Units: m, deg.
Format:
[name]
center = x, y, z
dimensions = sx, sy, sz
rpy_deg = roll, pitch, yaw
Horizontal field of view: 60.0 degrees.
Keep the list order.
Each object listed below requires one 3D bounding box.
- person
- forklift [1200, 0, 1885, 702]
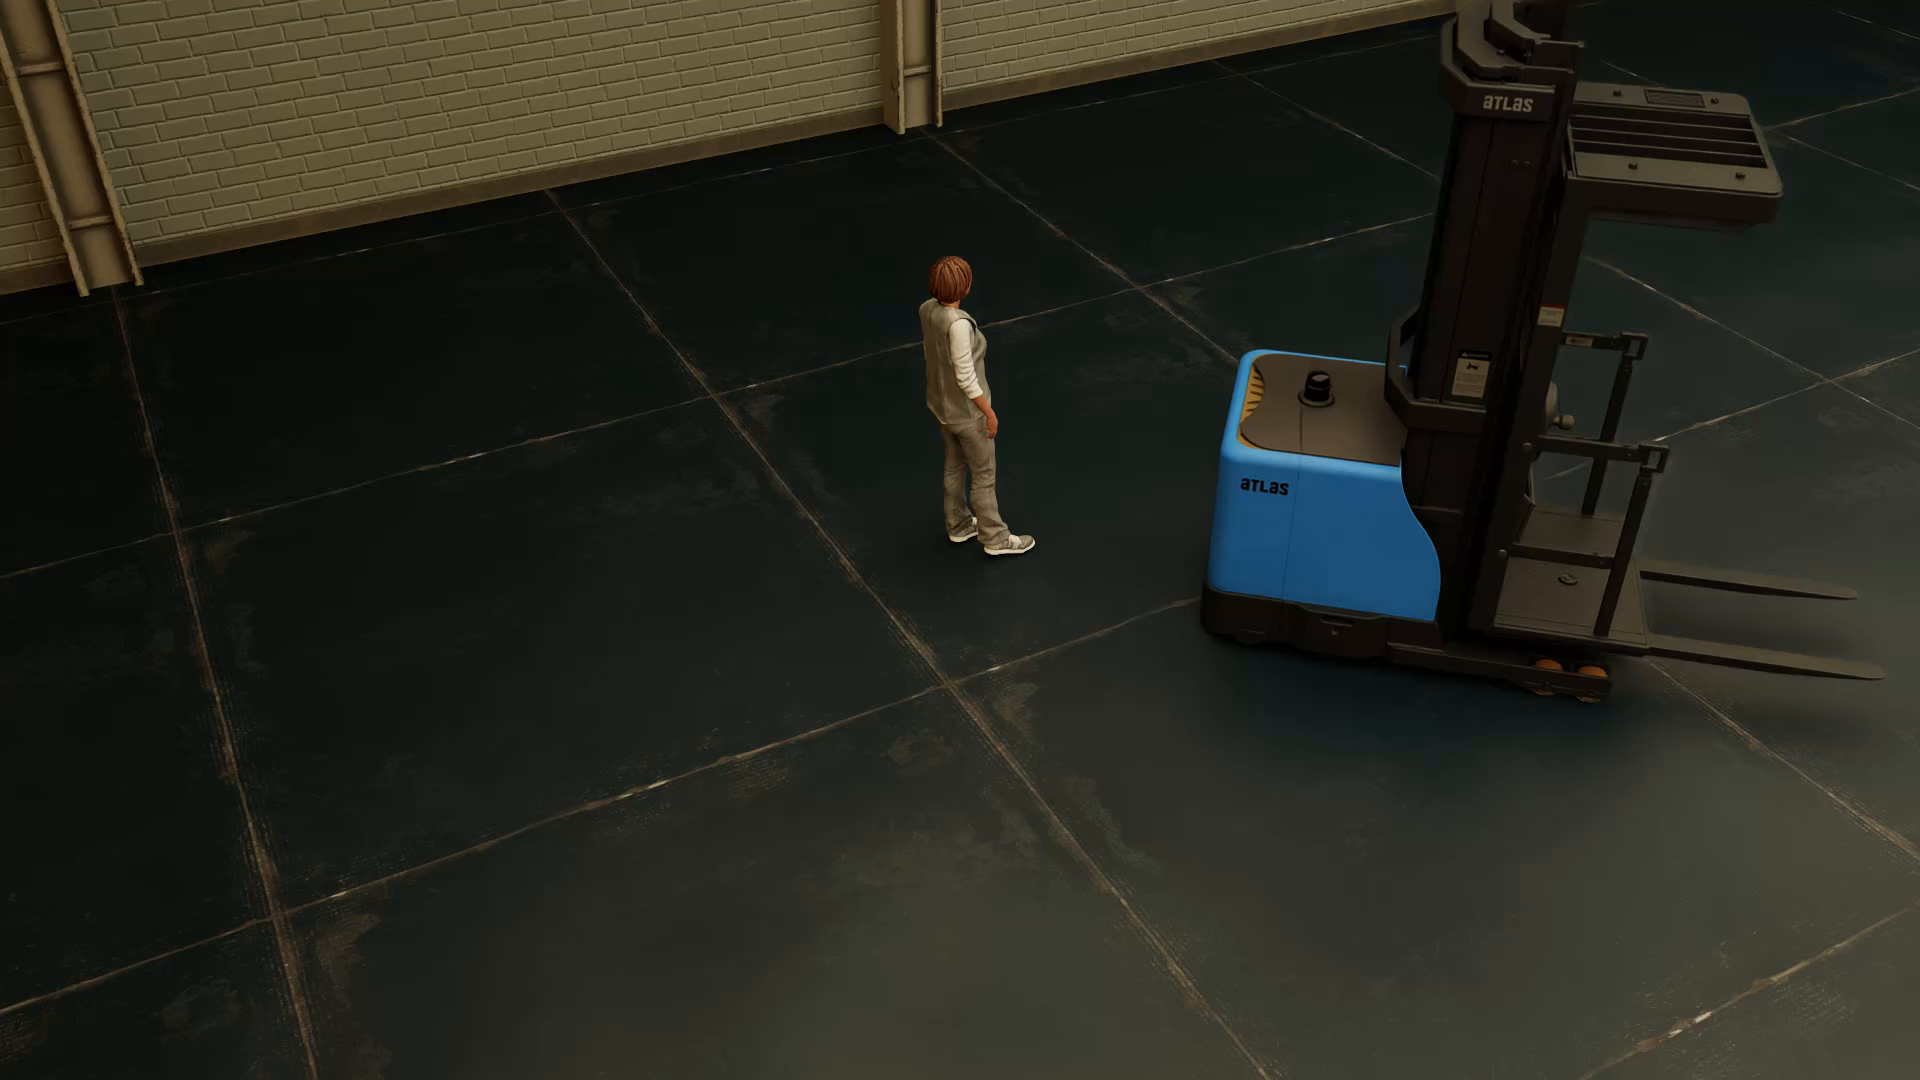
[person]
center = 0.072, -0.671, 8.215
dimensions = 0.474, 1.598, 0.519
rpy_deg = -17, 39, -23
[forklift]
center = 2.727, -0.793, 7.245
dimensions = 3.031, 2.935, 1.130
rpy_deg = 8, 36, 11
